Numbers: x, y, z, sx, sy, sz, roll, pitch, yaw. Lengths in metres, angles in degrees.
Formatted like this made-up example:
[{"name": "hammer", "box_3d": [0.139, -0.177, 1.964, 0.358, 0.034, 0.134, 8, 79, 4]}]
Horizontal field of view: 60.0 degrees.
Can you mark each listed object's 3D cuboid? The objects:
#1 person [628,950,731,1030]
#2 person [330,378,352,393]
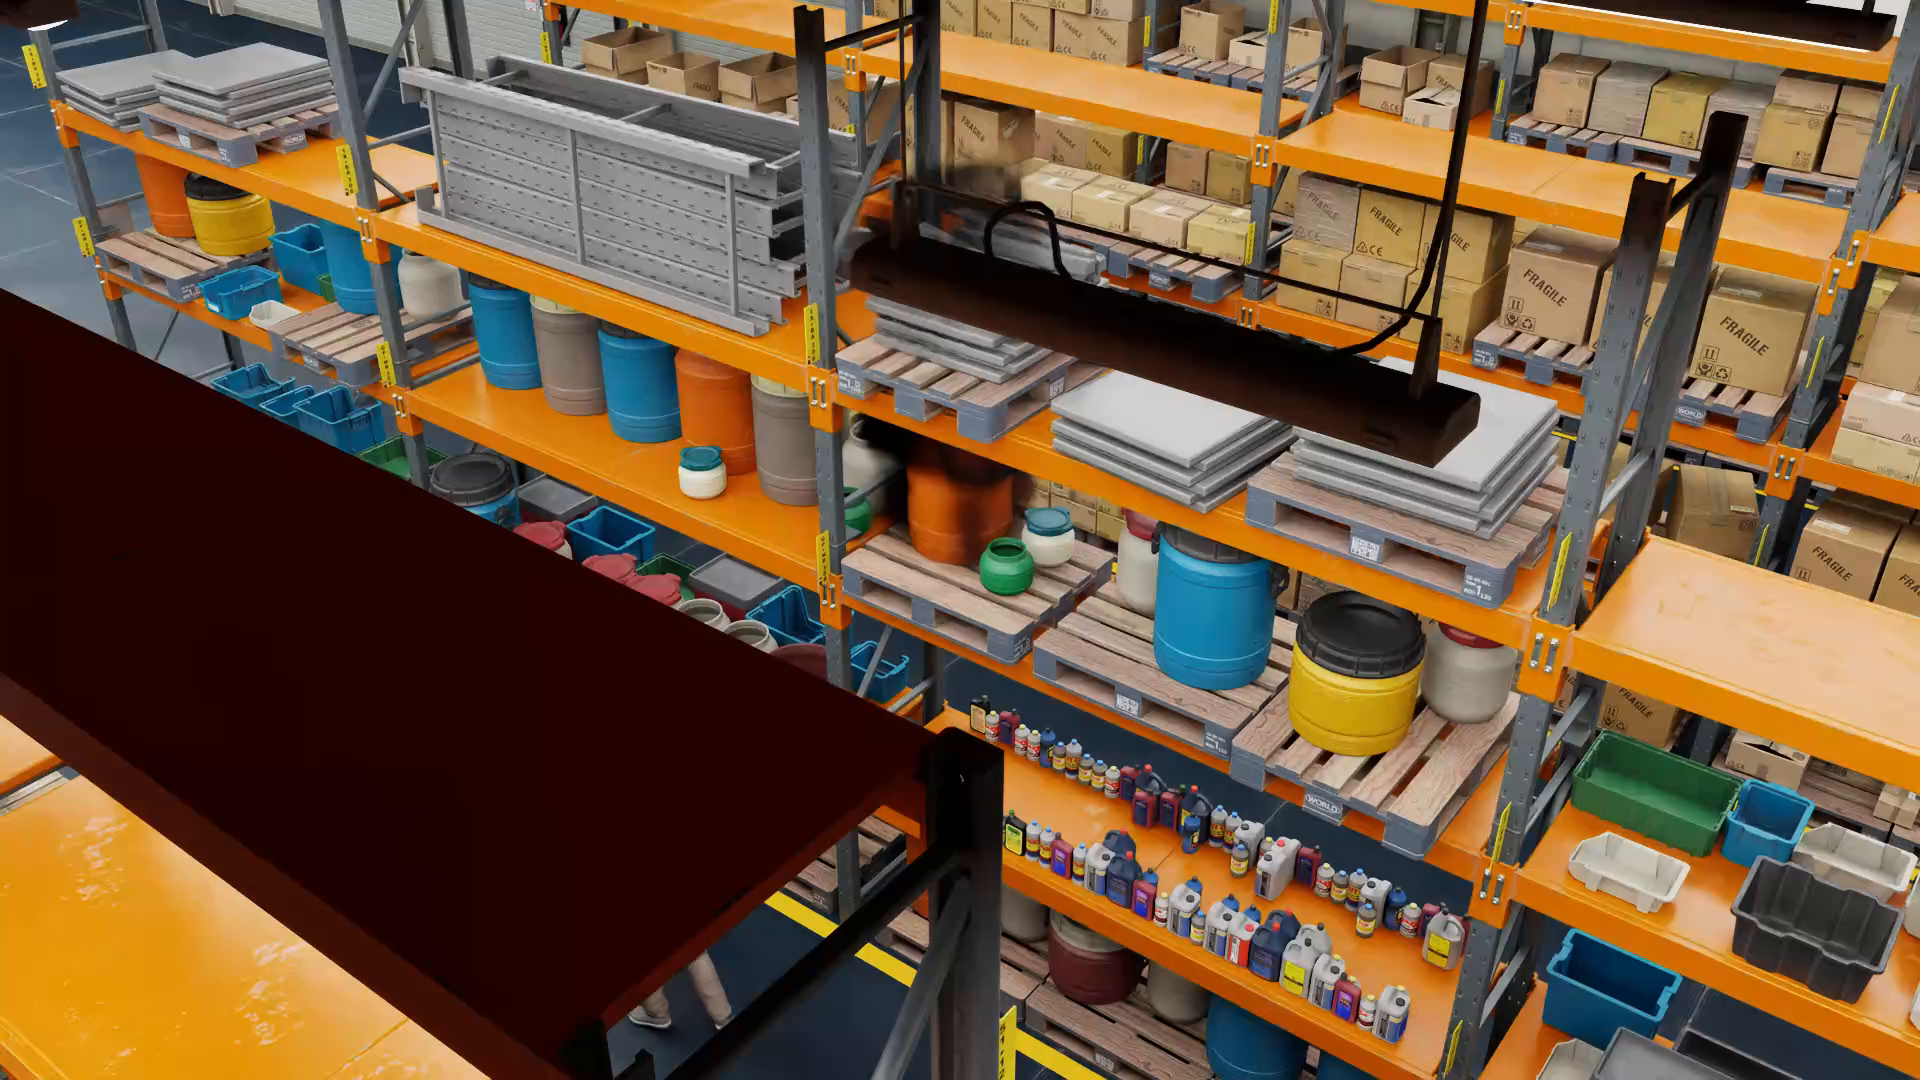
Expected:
[{"name": "person", "box_3d": [-1.752, 2.289, 9.944, 0.655, 1.686, 0.656, 24, 39, 34]}, {"name": "person", "box_3d": [-6.461, -2.276, 17.423, 0.669, 1.735, 0.567, -13, 34, -20]}]
